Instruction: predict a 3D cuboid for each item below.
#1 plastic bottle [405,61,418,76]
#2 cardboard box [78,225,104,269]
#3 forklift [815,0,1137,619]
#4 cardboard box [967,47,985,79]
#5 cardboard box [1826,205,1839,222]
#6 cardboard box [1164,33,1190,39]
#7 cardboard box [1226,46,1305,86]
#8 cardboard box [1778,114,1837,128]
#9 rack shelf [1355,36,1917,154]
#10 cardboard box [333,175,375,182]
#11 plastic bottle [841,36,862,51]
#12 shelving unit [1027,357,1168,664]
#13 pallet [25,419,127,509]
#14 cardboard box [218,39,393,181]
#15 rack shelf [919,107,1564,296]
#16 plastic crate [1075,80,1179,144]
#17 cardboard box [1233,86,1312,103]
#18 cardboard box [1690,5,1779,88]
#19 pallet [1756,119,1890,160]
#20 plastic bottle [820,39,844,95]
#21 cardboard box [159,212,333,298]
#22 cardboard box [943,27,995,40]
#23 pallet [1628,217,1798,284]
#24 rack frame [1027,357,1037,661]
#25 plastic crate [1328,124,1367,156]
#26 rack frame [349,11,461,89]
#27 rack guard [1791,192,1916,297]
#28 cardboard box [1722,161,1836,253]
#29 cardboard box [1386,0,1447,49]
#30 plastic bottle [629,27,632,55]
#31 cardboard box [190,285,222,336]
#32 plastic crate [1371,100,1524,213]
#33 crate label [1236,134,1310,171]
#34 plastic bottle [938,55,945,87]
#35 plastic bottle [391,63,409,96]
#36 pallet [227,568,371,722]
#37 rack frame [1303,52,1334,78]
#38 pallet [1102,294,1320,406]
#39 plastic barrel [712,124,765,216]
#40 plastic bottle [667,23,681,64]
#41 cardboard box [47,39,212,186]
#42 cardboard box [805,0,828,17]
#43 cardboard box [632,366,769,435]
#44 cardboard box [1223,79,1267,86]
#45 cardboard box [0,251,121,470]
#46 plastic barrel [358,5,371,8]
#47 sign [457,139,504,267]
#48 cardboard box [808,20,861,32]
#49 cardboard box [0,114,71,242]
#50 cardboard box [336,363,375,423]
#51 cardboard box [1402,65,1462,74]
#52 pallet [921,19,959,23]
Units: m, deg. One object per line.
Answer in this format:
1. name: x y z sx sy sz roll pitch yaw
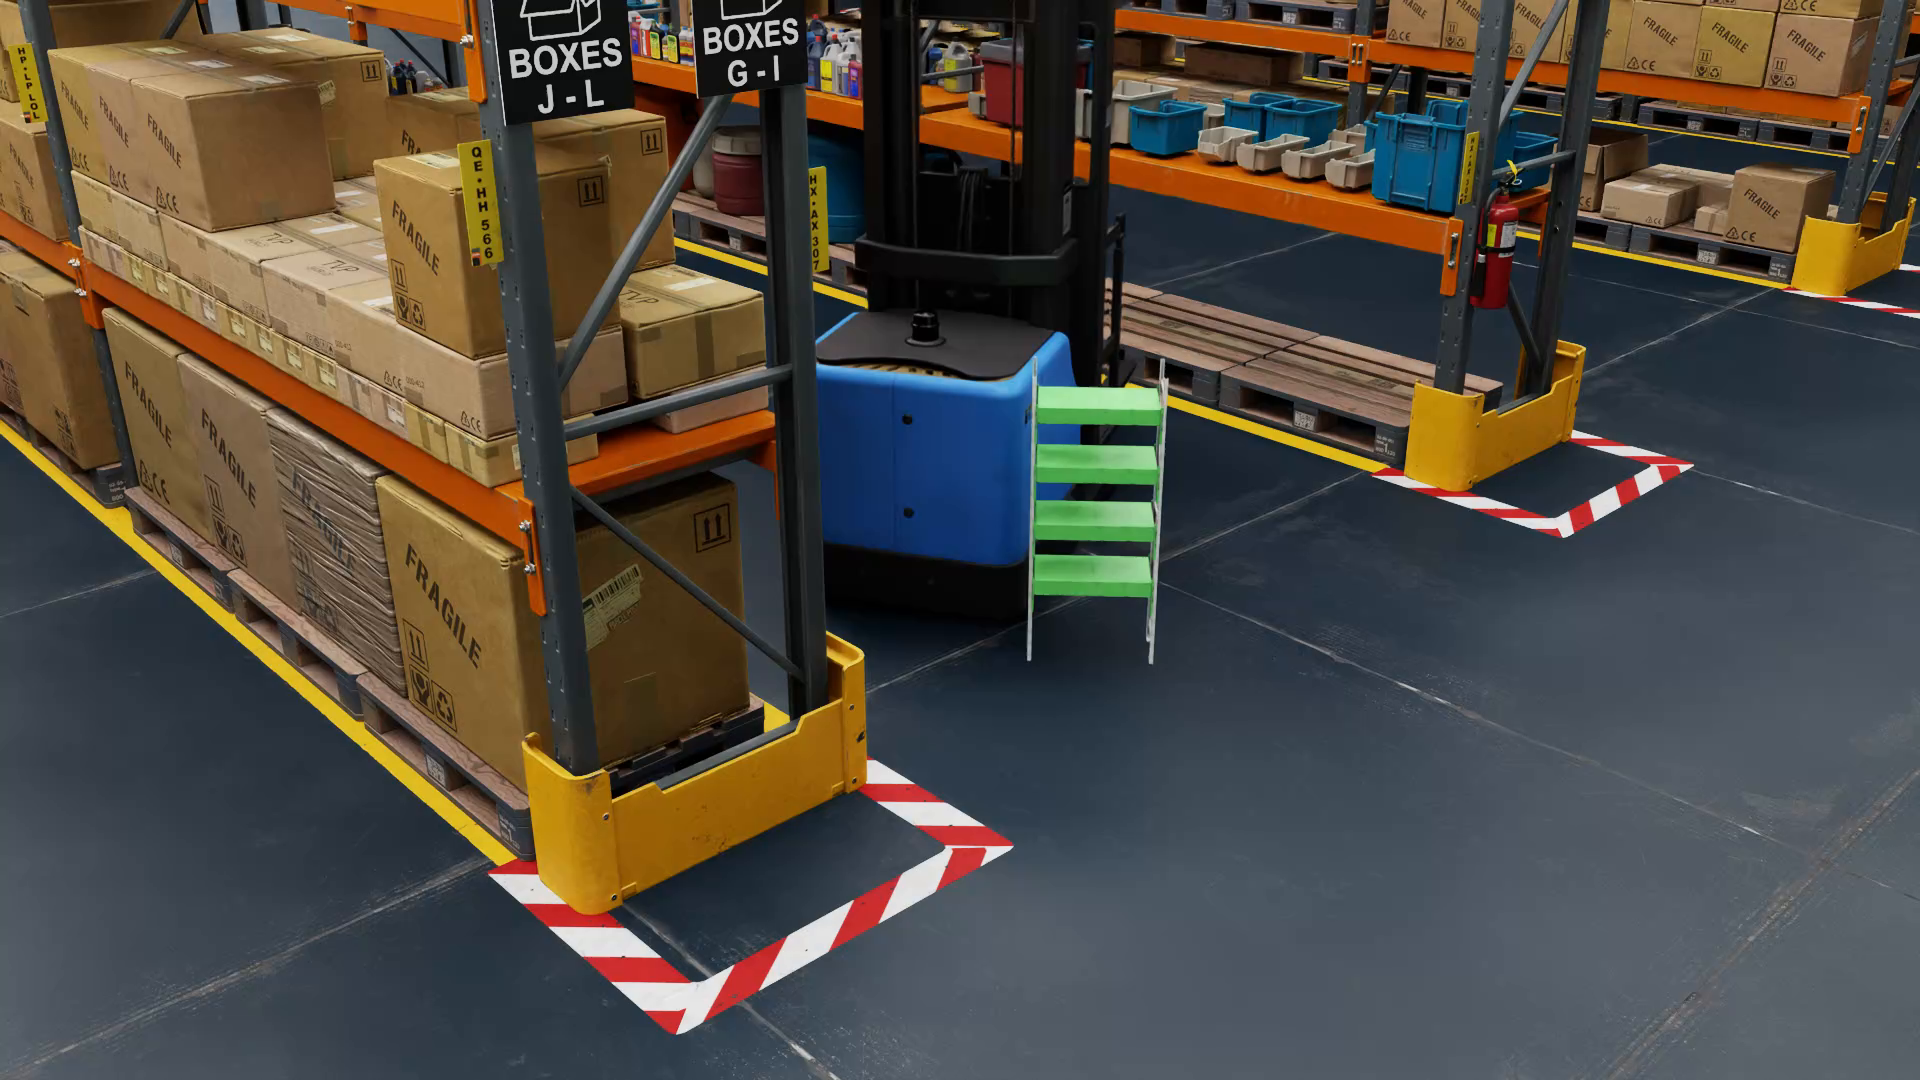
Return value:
1. plastic bottle: -5.697 -4.806 17.331 0.144 0.351 0.185 -20 31 -37
2. cardboard box: -3.636 -1.321 7.335 0.380 0.149 0.250 -21 32 -38
3. forklift: 0.205 -1.593 7.710 1.130 2.935 3.031 8 26 16
4. cardboard box: 0.367 -4.925 17.062 0.500 0.311 0.500 -20 31 -37
5. cardboard box: 6.337 -2.344 12.179 0.380 0.149 0.250 -21 32 -38
6. cardboard box: 3.008 -6.795 21.513 0.700 0.500 0.500 -21 32 -38
7. cardboard box: 2.802 -4.351 15.252 0.500 0.250 0.500 -21 32 -38
8. cardboard box: 8.378 -4.324 16.120 0.700 0.500 0.500 -20 31 -37
9. rack shelf: 5.005 -3.495 12.665 1.077 0.370 4.000 -21 32 -38
10. cardboard box: -2.746 -1.471 7.183 0.500 0.250 0.500 -20 31 -37
11. plastic bottle: -0.762 -3.454 11.856 0.152 0.276 0.135 -21 32 -38
12. shelving unit: 0.527 -0.105 6.534 0.503 1.200 0.258 1 25 3
13. pallet: -4.178 -0.563 8.730 1.003 0.211 1.213 -21 32 -38
14. cardboard box: -2.746 -1.811 7.025 0.500 0.500 0.500 -21 32 -38
15. rack shelf: 1.387 -2.091 9.587 1.077 0.370 4.000 -21 32 -38
16. plastic crate: 0.929 -2.483 9.649 0.437 0.282 0.530 -21 32 -38
17. cardboard box: 2.760 -3.712 14.754 0.500 0.500 0.500 -21 32 -38
18. cardboard box: 5.510 -3.477 11.637 0.500 0.500 0.500 -21 32 -38
19. pallet: 8.553 -3.944 16.141 1.003 0.211 1.213 -21 32 -38
20. plastic bottle: -0.847 -3.188 11.183 0.144 0.351 0.185 -21 32 -38
21. cardboard box: -2.771 -1.163 6.507 0.500 0.250 0.500 -20 31 -37
22. cardboard box: 0.049 -5.390 18.081 0.500 0.311 0.500 -22 33 -40
23. pallet: 5.775 -2.212 12.345 1.003 0.211 1.213 -21 32 -38
24. rack frame: 0.284 -0.110 6.545 0.015 1.200 0.240 1 25 3
25. plastic crate: 2.203 -2.214 9.235 0.250 0.136 0.298 -21 32 -38
26. rack frame: -5.448 -5.448 16.079 1.000 3.000 0.127 -21 32 -38
27. rack guard: 6.321 -2.103 11.756 1.175 0.500 0.348 -21 32 -38
28. cardboard box: 5.821 -2.375 11.823 0.500 0.500 0.500 -21 32 -38
29. cardboard box: 3.788 -4.242 13.315 0.500 0.500 0.500 -20 31 -37
30. plastic bottle: -2.528 -3.851 12.817 0.097 0.201 0.097 0 25 0
31. cardboard box: -2.750 -0.929 6.474 0.380 0.149 0.250 -21 32 -38
32. plastic crate: 2.389 -1.905 8.196 0.616 0.435 0.499 -21 32 -38
33. crate label: 1.669 -2.085 8.952 0.396 0.136 0.243 -21 32 -38
34. plastic bottle: -0.102 -3.237 11.470 0.097 0.201 0.097 0 25 0
35. plastic bottle: -5.802 -4.765 17.242 0.144 0.351 0.185 -21 32 -38
36. pallet: -2.295 0.271 6.901 1.003 0.211 1.213 -21 32 -38
37. rack frame: 4.518 -7.047 19.583 1.000 3.000 0.127 -21 32 -38
38. pallet: 1.389 -1.174 10.070 1.003 0.211 1.213 -21 32 -38
39. plastic barrel: -1.595 -2.845 12.771 0.600 0.588 0.708 -21 32 -38
40. plastic bottle: -2.122 -3.697 12.380 0.061 0.283 0.133 -21 32 -38
41. cardboard box: -3.455 -1.810 7.023 0.500 0.500 0.500 -21 32 -38
42. cardboard box: -1.918 -6.363 19.987 0.500 0.500 0.500 -21 32 -38
43. cardboard box: -0.863 -0.495 5.523 0.380 0.149 0.250 -21 32 -38
44. cardboard box: 2.777 -4.019 15.428 0.500 0.500 0.500 -21 32 -38
45. cardboard box: -4.047 -1.032 8.452 1.225 0.875 0.875 -21 32 -38
46. plastic barrel: -5.405 -5.473 15.530 0.600 0.901 0.708 -21 32 -38
47. sign: -1.267 -0.892 4.412 0.100 0.325 0.005 -21 32 -38
48. cardboard box: -1.391 -5.699 18.759 0.500 0.311 0.500 -22 32 -39
49. cardboard box: -4.114 -1.729 7.806 0.500 0.500 0.500 -21 32 -38
50. cardboard box: -1.865 -0.539 5.620 0.380 0.149 0.250 -21 32 -38
51. cardboard box: 5.519 -5.733 18.786 0.750 0.750 0.750 -21 32 -39
52. pallet: -0.369 -7.923 24.863 1.003 0.211 1.213 -21 32 -38
